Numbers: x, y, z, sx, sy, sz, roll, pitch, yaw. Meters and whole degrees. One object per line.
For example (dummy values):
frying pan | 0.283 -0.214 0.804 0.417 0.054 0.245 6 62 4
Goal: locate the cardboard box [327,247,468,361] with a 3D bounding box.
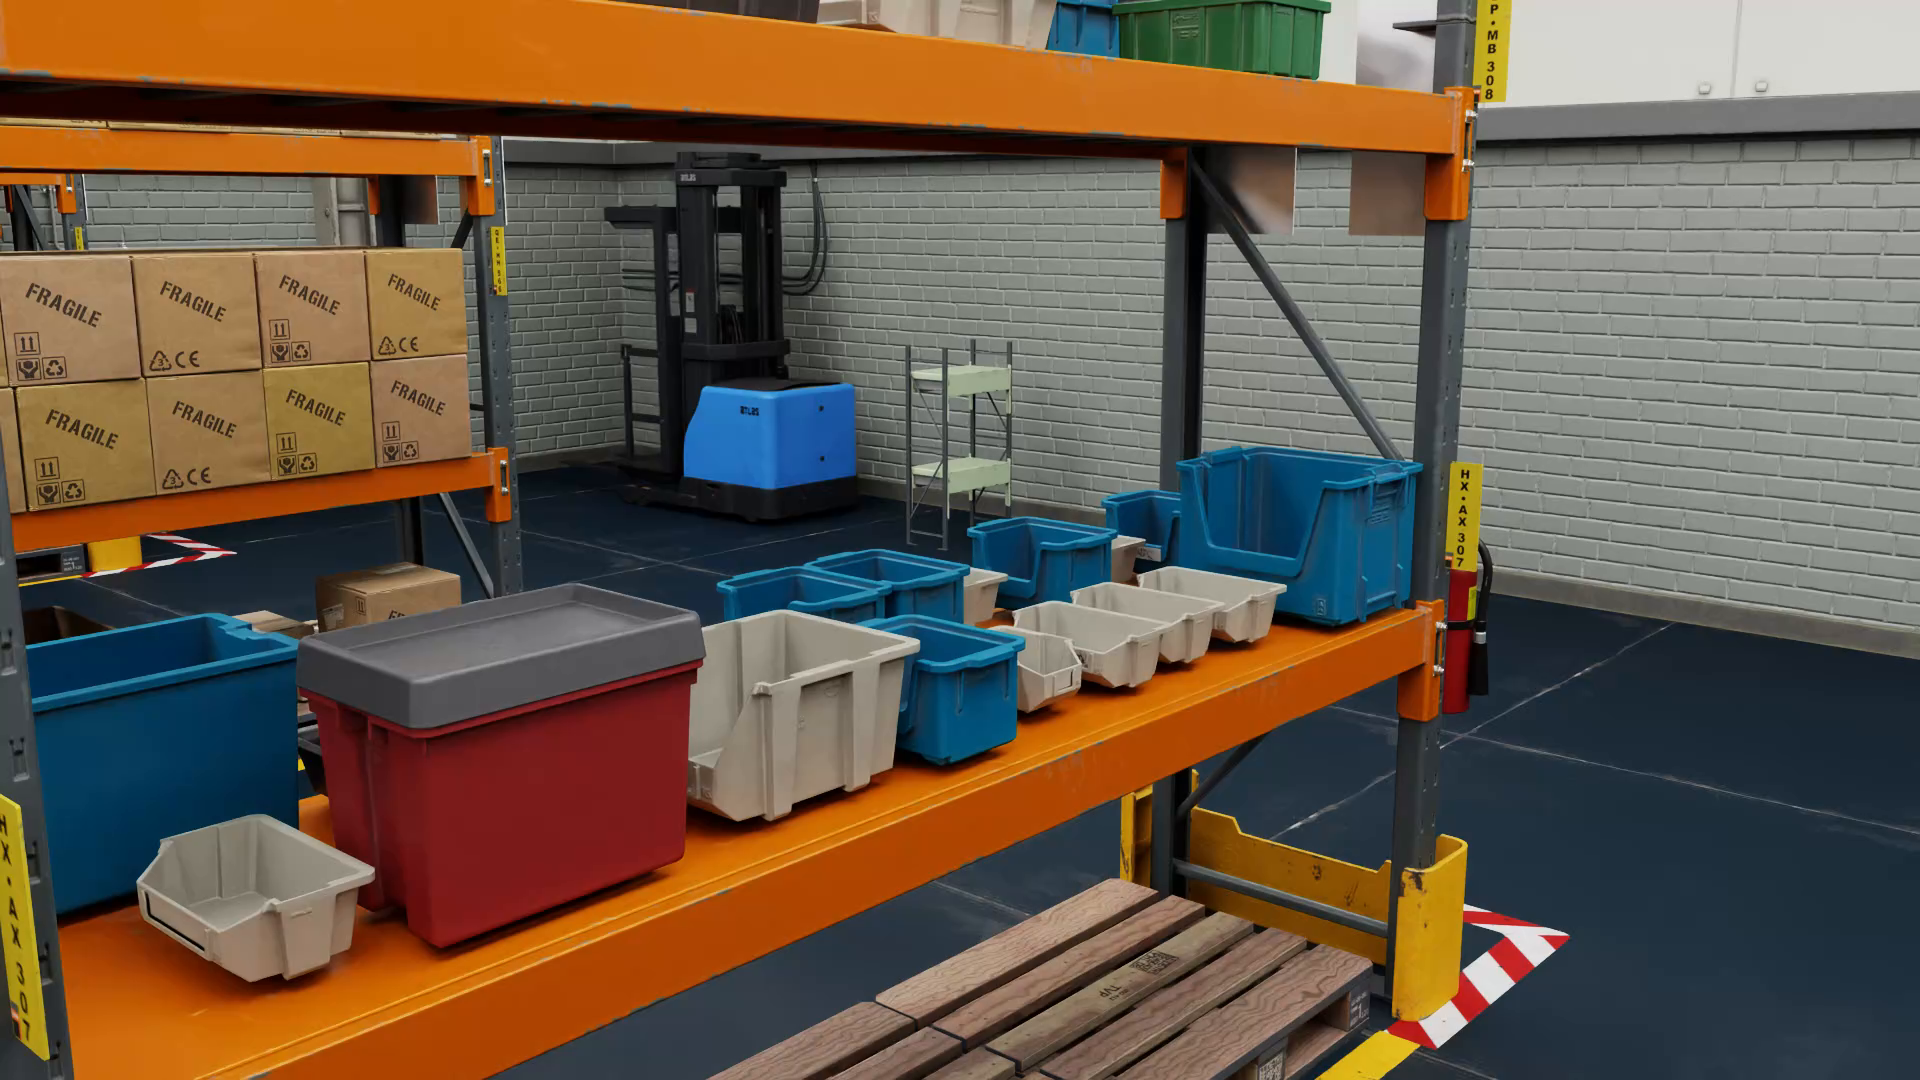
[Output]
cardboard box | -2.719 -1.138 7.941 0.500 0.500 0.500 10 15 40

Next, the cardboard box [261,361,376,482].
cardboard box | -3.063 -0.571 7.654 0.500 0.500 0.500 10 15 41

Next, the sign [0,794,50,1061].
sign | -1.142 0.466 2.015 0.100 0.325 0.005 10 15 40

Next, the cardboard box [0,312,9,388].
cardboard box | -4.070 -0.835 6.424 0.500 0.500 0.500 9 15 39

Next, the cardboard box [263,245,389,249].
cardboard box | -3.123 -1.208 8.291 0.500 0.500 0.500 10 15 42

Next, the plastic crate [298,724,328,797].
plastic crate | -1.017 0.436 3.419 0.437 0.125 0.590 10 15 40

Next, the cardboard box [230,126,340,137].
cardboard box | -3.111 -1.915 7.365 0.500 0.250 0.500 10 15 40

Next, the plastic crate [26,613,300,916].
plastic crate | -1.502 0.396 2.959 0.392 0.384 0.575 10 15 40

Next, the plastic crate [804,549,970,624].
plastic crate | -0.193 0.182 4.417 0.416 0.233 0.300 10 15 40

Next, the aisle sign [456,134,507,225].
aisle sign | -2.357 -1.945 8.152 0.394 0.787 0.004 10 15 40

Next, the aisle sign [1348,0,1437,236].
aisle sign | 1.354 -1.306 4.954 0.394 0.787 0.004 10 15 40

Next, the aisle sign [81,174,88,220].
aisle sign | -6.083 -2.586 11.363 0.394 0.787 0.004 10 15 40

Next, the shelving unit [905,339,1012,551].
shelving unit | -0.004 -0.734 12.559 0.431 1.500 0.755 10 15 40

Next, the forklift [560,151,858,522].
forklift | -2.294 -1.793 14.207 3.031 2.935 1.130 10 15 40

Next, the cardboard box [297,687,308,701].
cardboard box | -3.141 0.634 7.989 0.380 0.166 0.250 10 15 40

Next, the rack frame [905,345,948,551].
rack frame | -0.246 -0.681 12.290 0.400 1.500 0.023 10 15 40

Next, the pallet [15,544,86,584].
pallet | -6.825 0.156 11.392 1.003 0.211 1.213 10 15 40

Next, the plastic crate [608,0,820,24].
plastic crate | -0.528 -1.024 2.856 0.497 0.269 0.590 10 15 40

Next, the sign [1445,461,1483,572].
sign | 1.510 -0.070 4.985 0.100 0.325 0.005 10 15 40

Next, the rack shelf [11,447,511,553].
rack shelf | -3.952 -0.052 7.152 1.077 0.370 4.000 10 15 40

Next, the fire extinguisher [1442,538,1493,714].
fire extinguisher | 1.527 0.199 5.207 0.296 0.674 0.183 10 15 40

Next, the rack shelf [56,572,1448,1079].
rack shelf | -0.234 0.589 3.943 1.077 0.370 4.000 10 15 40

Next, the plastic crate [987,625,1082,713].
plastic crate | 0.135 0.316 3.992 0.298 0.136 0.250 10 15 40

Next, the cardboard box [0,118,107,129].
cardboard box | -3.774 -1.768 6.631 0.500 0.250 0.500 10 15 40

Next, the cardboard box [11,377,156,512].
cardboard box | -3.729 -0.424 6.919 0.500 0.500 0.500 9 15 40

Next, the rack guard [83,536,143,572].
rack guard | -6.340 -0.117 12.021 1.175 0.500 0.348 10 15 40

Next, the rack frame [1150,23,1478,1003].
rack frame | 1.086 -0.058 5.346 1.000 3.000 0.127 10 15 40

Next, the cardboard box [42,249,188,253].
cardboard box | -3.796 -1.057 7.536 0.500 0.500 0.500 10 15 41

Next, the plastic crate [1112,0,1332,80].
plastic crate | 0.650 -1.243 4.161 0.450 0.188 0.336 10 15 40

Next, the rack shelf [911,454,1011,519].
rack shelf | -0.004 -0.415 12.623 0.431 0.370 0.720 10 15 40

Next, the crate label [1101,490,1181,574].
crate label | 0.676 -0.012 5.387 0.416 0.233 0.303 10 15 40

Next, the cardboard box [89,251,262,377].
cardboard box | -3.391 -0.986 7.184 0.500 0.500 0.500 10 15 42

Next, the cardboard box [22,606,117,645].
cardboard box | -4.036 0.620 7.197 0.797 0.503 0.637 10 15 40

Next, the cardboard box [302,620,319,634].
cardboard box | -3.332 0.528 8.519 0.380 0.166 0.250 10 15 40

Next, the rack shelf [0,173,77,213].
rack shelf | -7.676 -2.163 10.062 1.077 0.370 4.000 10 15 40

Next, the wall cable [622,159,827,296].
wall cable | -2.354 -3.544 15.410 3.097 2.526 0.112 10 15 40

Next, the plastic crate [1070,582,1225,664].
plastic crate | 0.482 0.226 4.444 0.396 0.136 0.243 10 15 40

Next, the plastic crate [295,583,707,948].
plastic crate | -0.776 0.370 2.882 0.402 0.464 0.583 10 15 40

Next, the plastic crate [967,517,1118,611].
plastic crate | 0.241 0.085 4.902 0.416 0.233 0.300 10 15 40

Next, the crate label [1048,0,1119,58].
crate label | 0.235 -1.363 4.596 0.408 0.251 0.502 10 15 40

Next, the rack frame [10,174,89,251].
rack frame | -6.356 -1.339 11.759 1.000 3.000 0.127 10 15 40

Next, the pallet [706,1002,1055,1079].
pallet | -0.293 1.604 4.142 1.003 0.211 1.213 10 15 40
